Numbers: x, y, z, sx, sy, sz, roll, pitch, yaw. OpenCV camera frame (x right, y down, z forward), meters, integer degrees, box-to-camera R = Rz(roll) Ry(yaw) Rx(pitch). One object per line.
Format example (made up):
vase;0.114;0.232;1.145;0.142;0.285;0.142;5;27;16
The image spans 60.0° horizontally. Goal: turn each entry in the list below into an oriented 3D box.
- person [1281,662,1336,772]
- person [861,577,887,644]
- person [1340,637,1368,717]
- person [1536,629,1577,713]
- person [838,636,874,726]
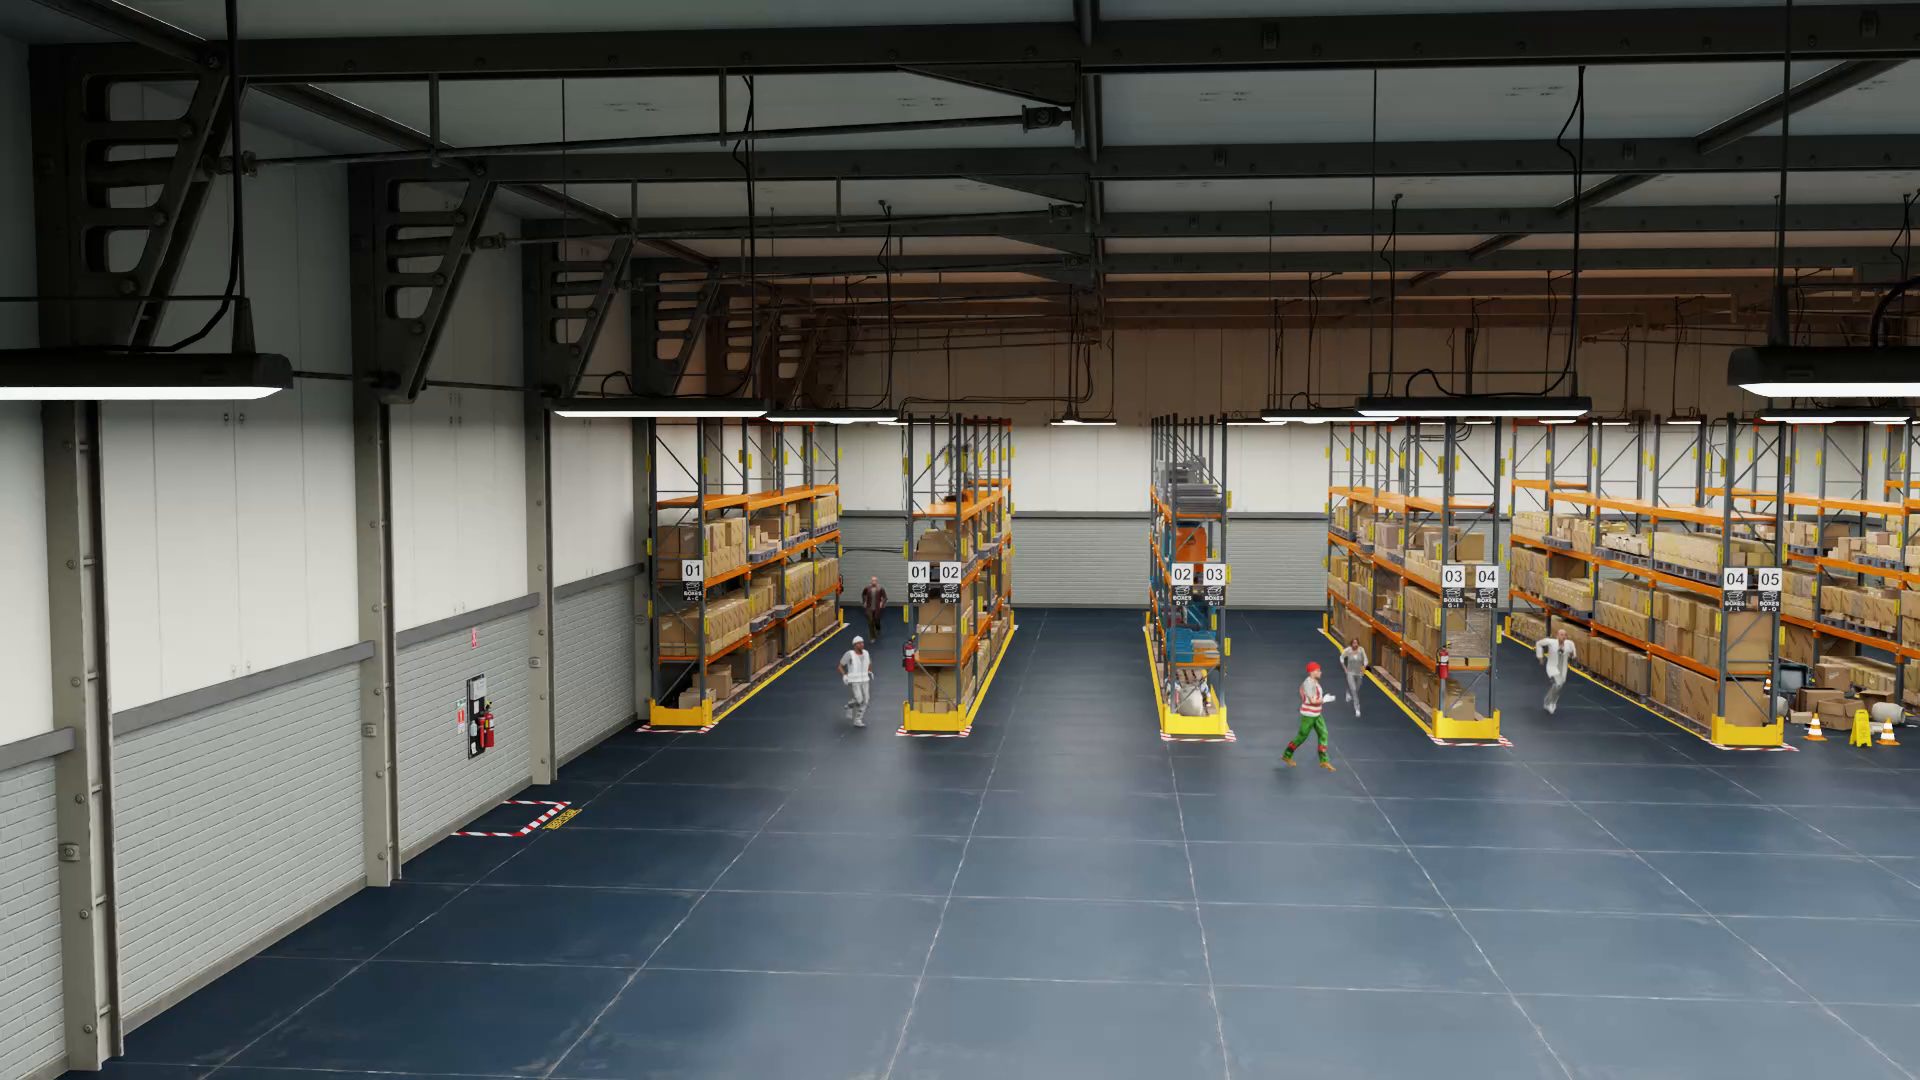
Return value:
person;5.827;2.939;27.739;0.904;1.825;0.652;2;4;28
person;-2.310;1.863;44.549;0.711;1.765;0.880;0;4;4
person;7.888;2.715;33.364;0.536;1.571;0.955;0;4;-1
person;11.921;2.657;33.246;0.690;1.609;0.961;-1;4;-9
person;-1.940;2.714;31.886;0.687;1.733;0.596;-3;5;-34
